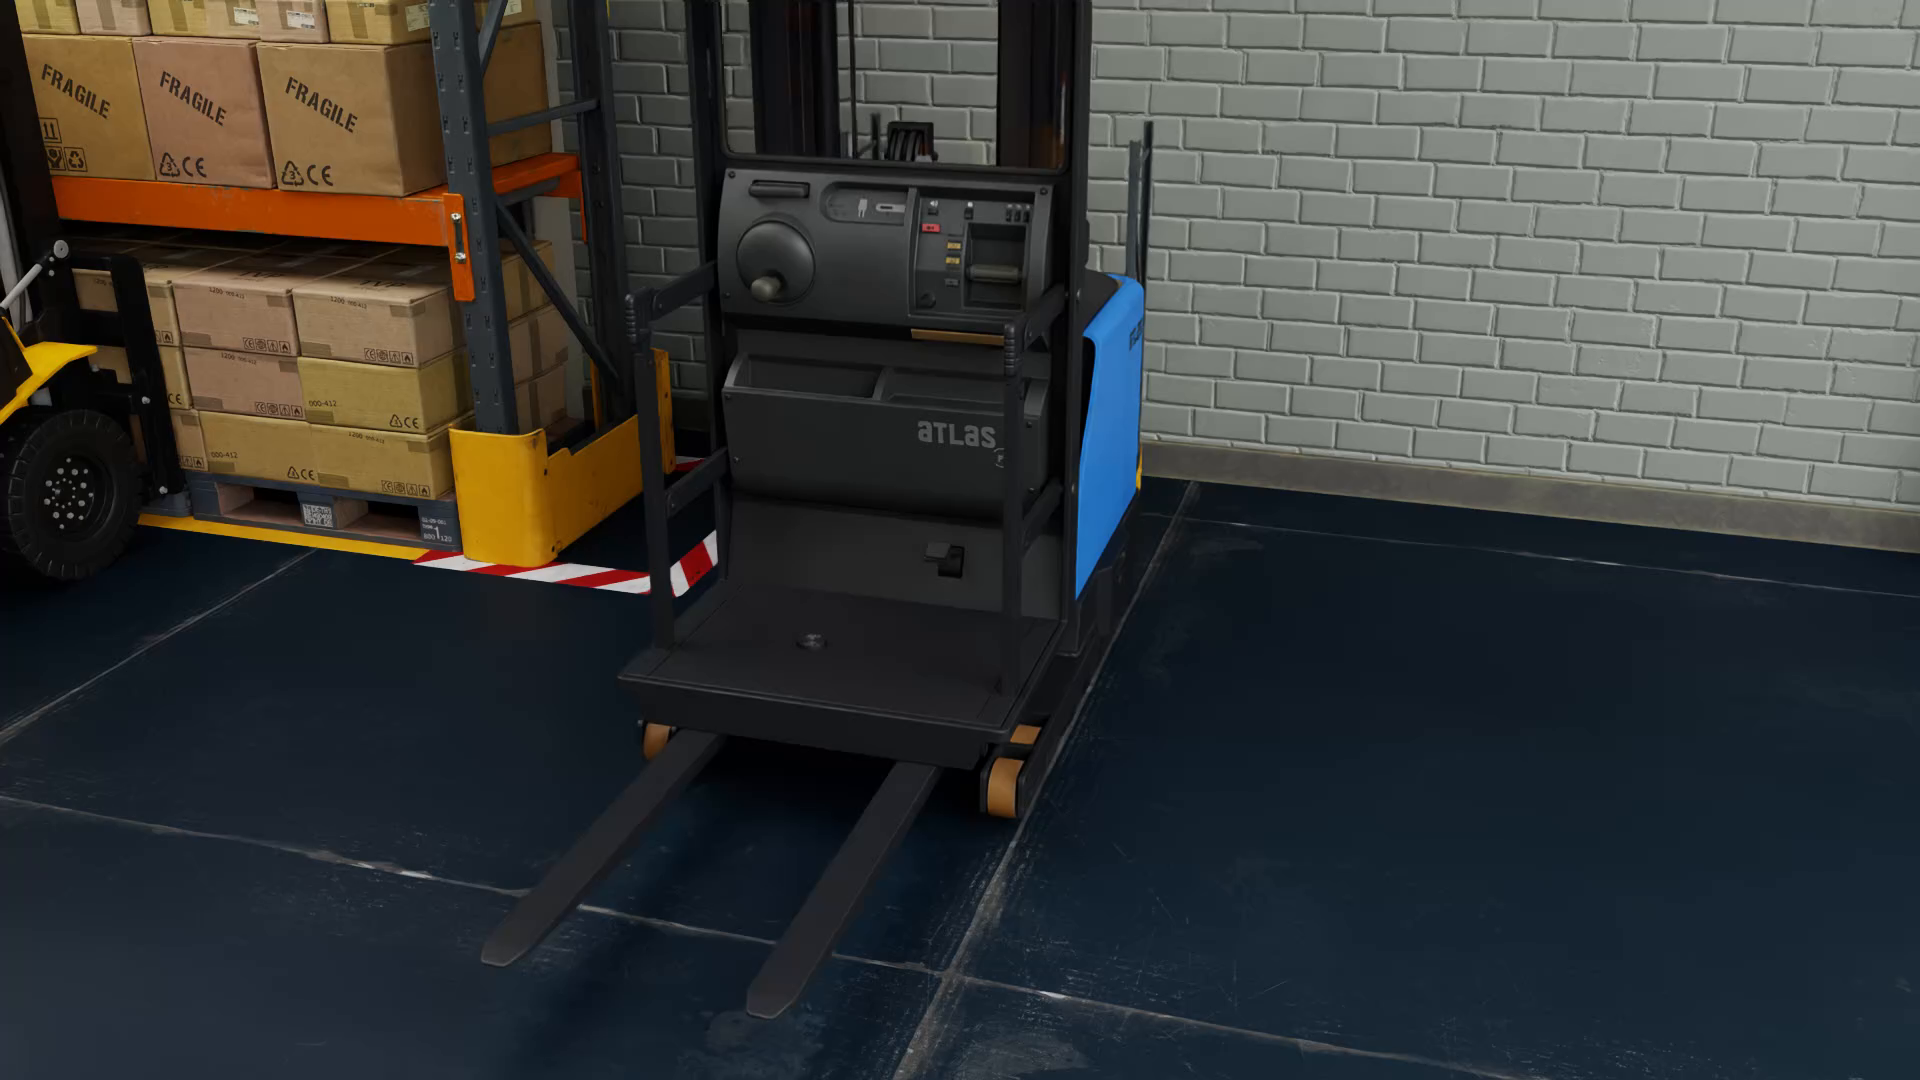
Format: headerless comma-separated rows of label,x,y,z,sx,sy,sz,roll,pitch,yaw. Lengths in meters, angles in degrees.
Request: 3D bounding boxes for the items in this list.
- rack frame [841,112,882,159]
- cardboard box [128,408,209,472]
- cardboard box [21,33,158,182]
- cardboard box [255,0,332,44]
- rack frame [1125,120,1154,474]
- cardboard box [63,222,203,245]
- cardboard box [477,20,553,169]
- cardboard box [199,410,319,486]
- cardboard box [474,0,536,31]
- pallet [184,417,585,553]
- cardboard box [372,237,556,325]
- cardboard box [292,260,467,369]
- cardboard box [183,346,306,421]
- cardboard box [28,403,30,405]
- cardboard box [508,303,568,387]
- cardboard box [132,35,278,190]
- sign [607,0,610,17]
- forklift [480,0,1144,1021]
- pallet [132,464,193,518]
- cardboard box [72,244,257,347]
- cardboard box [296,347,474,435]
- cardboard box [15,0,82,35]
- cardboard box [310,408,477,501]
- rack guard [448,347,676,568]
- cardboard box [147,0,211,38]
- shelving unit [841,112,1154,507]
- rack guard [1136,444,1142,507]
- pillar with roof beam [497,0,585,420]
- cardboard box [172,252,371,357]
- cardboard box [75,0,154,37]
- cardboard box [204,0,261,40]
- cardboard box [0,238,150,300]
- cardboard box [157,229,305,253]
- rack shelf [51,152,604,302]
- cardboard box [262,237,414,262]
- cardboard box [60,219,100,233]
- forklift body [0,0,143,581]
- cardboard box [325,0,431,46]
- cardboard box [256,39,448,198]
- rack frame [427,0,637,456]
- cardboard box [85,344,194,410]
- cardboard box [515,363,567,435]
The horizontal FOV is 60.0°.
rack frame,-0.359,-0.811,6.272,0.032,1.500,0.500,5,23,11
cardboard box,-3.028,-0.490,6.582,0.500,0.250,0.500,7,23,16
cardboard box,-3.069,-1.636,6.175,0.500,0.500,0.500,6,23,14
cardboard box,-2.203,-1.815,5.756,0.250,0.149,0.380,7,23,16
rack frame,0.636,-0.732,6.079,0.032,1.500,0.500,5,23,11
cardboard box,-3.386,-1.192,6.977,0.500,0.250,0.500,6,23,14
cardboard box,-1.931,-1.717,6.371,0.500,0.500,0.500,7,23,17
cardboard box,-2.551,-0.432,6.441,0.500,0.250,0.500,7,23,15
cardboard box,-1.787,-1.993,6.190,0.250,0.149,0.380,6,23,14
pallet,-2.281,-0.294,6.708,1.213,0.211,1.003,7,23,16
cardboard box,-1.942,-1.021,6.560,0.500,0.250,0.500,6,23,15
cardboard box,-2.068,-0.837,6.111,0.500,0.250,0.500,7,23,17
cardboard box,-2.570,-0.667,6.356,0.500,0.250,0.500,6,23,15
cardboard box,-3.531,-0.539,6.701,0.500,0.250,0.500,7,23,17
cardboard box,-1.927,-0.796,6.668,0.500,0.250,0.500,7,23,16
cardboard box,-2.578,-1.580,6.038,0.500,0.500,0.500,7,23,17
sign,-1.371,-2.153,6.322,0.005,0.325,0.100,7,23,16
forklift,-0.269,-0.775,4.297,1.130,2.935,3.031,6,23,15
pallet,-3.445,-0.428,7.036,1.213,0.211,1.003,7,23,15
cardboard box,-3.044,-0.943,6.368,0.500,0.250,0.500,7,23,16
cardboard box,-2.093,-0.609,6.212,0.500,0.250,0.500,6,23,15
cardboard box,-3.185,-1.930,6.035,0.250,0.149,0.380,7,23,16
cardboard box,-2.078,-0.374,6.299,0.500,0.250,0.500,7,23,16
rack guard,-1.514,-0.356,6.480,0.348,0.500,1.175,7,23,16
cardboard box,-2.668,-1.897,5.956,0.250,0.149,0.380,6,23,15
shelving unit,0.130,-0.773,6.177,1.083,1.500,0.587,5,23,11
rack guard,0.617,-0.156,6.320,0.087,0.250,0.587,5,23,11
pillar with roof beam,-3.187,-3.131,2.044,0.400,9.000,9.100,7,23,16
cardboard box,-2.558,-0.891,6.242,0.500,0.250,0.500,7,23,16
cardboard box,-2.937,-1.909,5.985,0.250,0.149,0.380,6,23,14
cardboard box,-2.434,-1.866,5.880,0.250,0.149,0.380,7,23,17
cardboard box,-3.527,-1.001,6.510,0.500,0.250,0.500,6,23,14
cardboard box,-2.897,-1.134,6.834,0.500,0.250,0.500,6,23,15
rack shelf,-3.452,-1.402,6.683,4.000,0.370,1.077,7,23,16
cardboard box,-2.422,-1.075,6.690,0.500,0.250,0.500,7,23,16
cardboard box,-3.870,-1.244,7.104,0.500,0.250,0.500,7,23,16
forklift body,-3.879,-0.668,5.064,1.214,2.155,2.313,7,23,16
cardboard box,-1.950,-1.798,5.714,0.250,0.149,0.380,7,23,16
cardboard box,-2.084,-1.520,5.892,0.500,0.500,0.500,6,23,14
rack frame,-1.537,-1.515,6.012,0.127,3.000,1.000,7,23,16
cardboard box,-3.071,-0.716,6.475,0.500,0.250,0.500,6,23,14
cardboard box,-1.951,-0.562,6.758,0.500,0.250,0.500,7,23,16
